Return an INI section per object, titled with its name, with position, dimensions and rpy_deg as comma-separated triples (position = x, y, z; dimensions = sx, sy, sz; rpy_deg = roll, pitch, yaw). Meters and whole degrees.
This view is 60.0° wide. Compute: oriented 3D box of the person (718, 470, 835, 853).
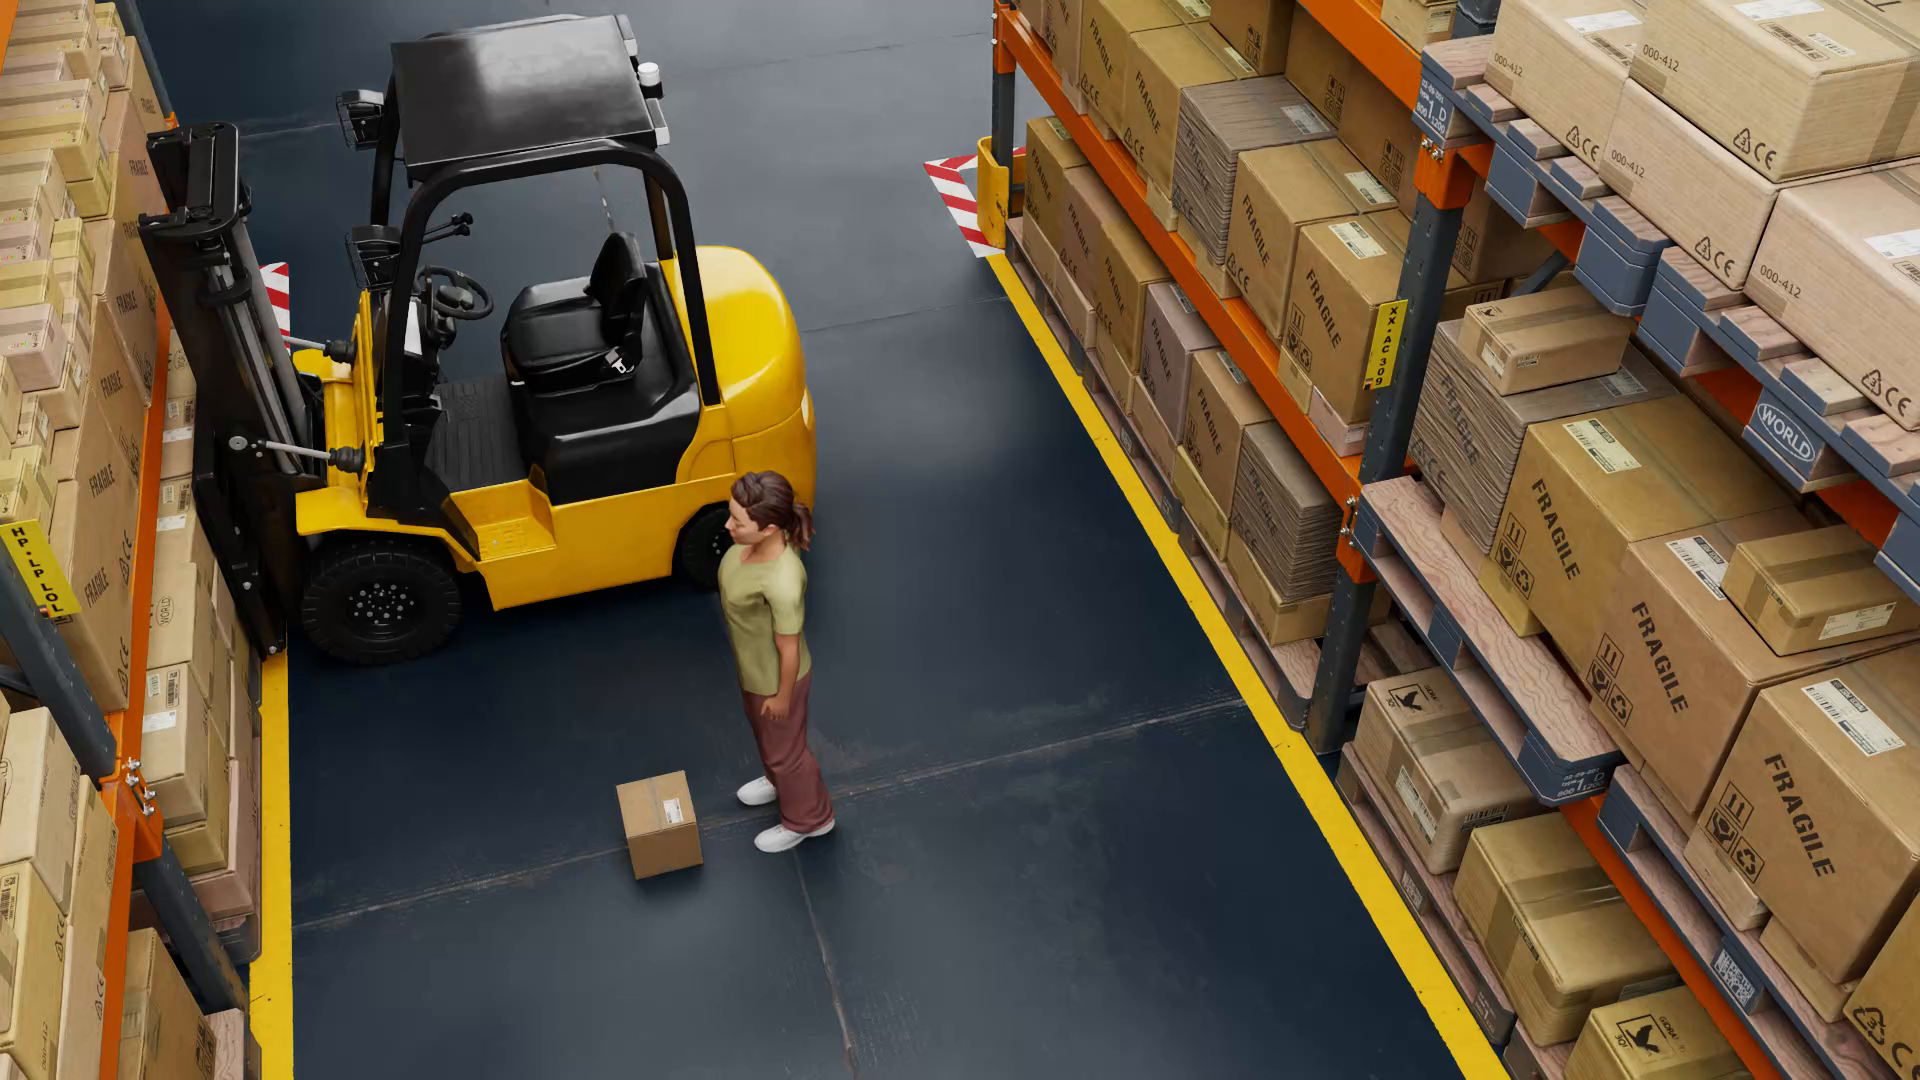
[person]
position = -0.634, 0.425, 5.705
dimensions = 0.362, 1.672, 0.440
rpy_deg = -11, 44, -12
